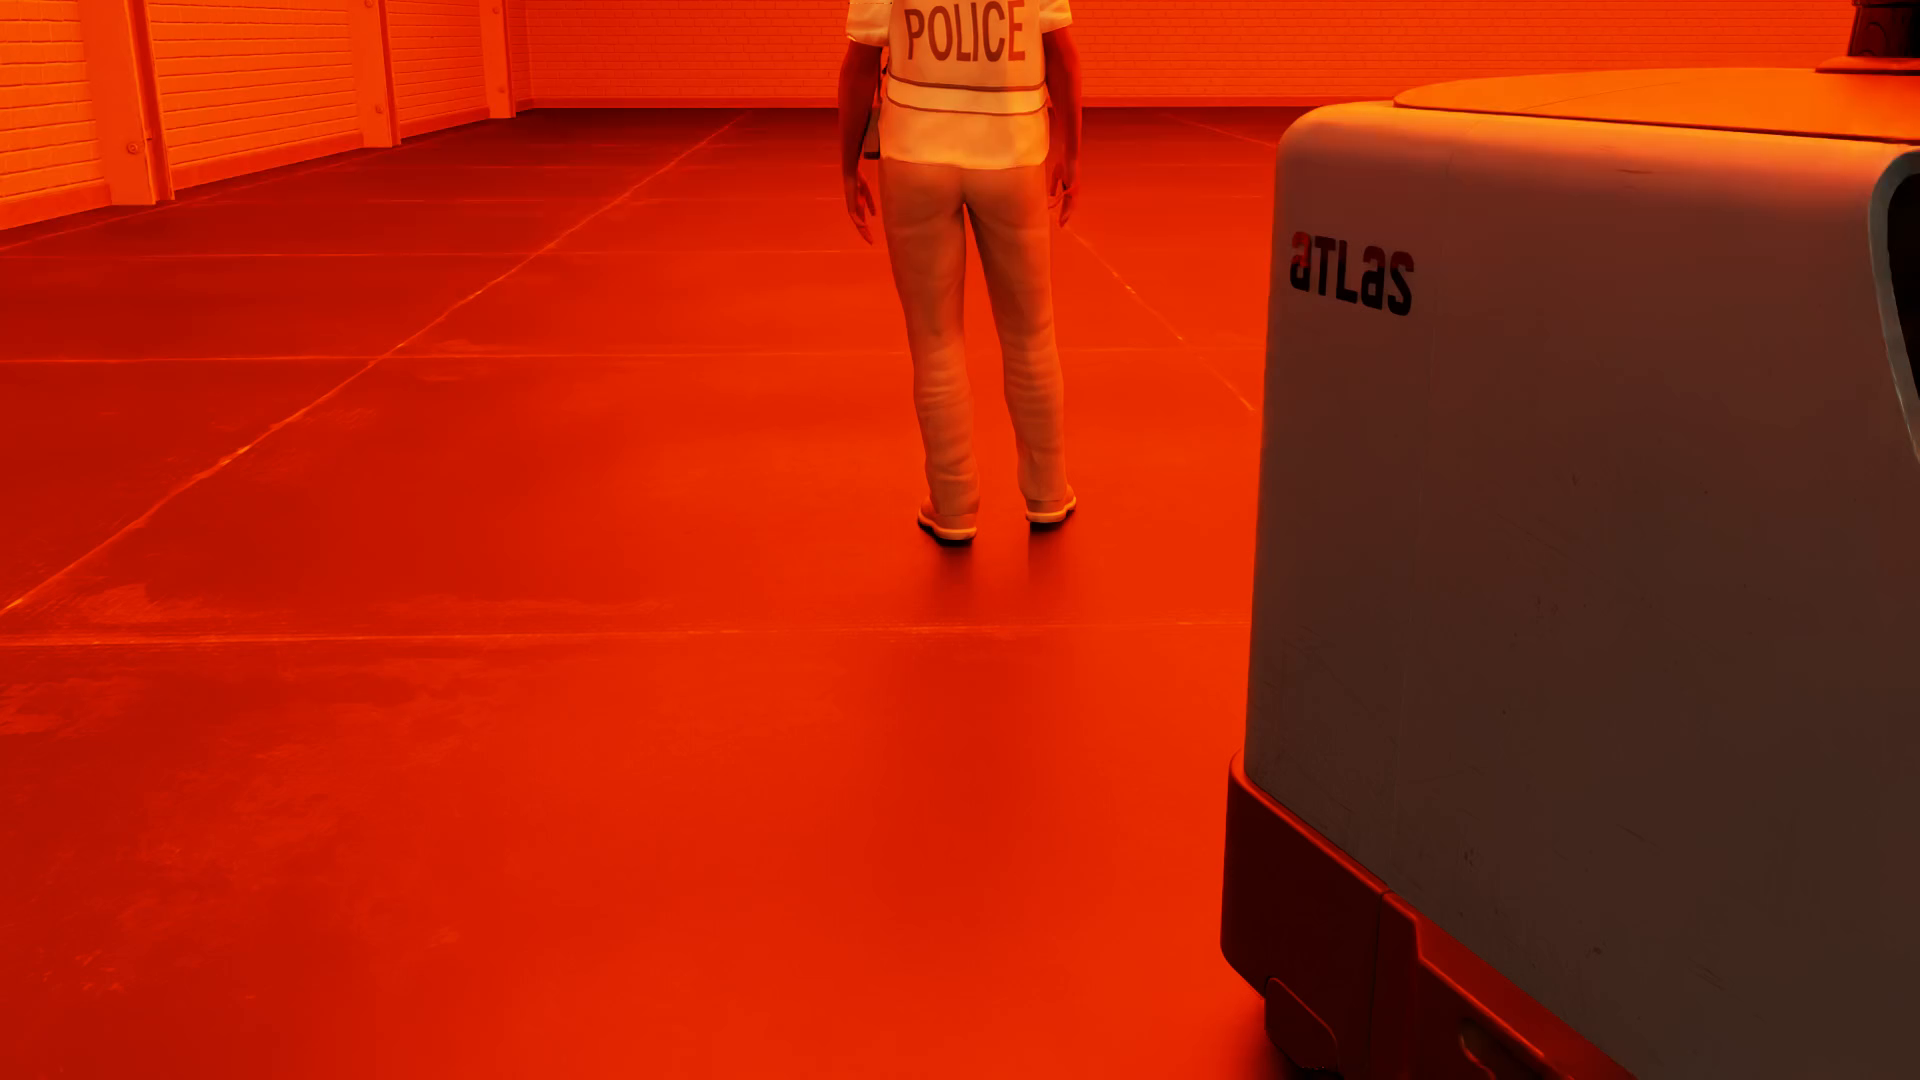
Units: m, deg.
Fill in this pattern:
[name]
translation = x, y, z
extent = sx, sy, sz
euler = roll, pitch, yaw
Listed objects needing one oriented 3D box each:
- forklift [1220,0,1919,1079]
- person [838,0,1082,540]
[forklift]
translation = 1.331, -0.493, 0.519
extent = 1.130, 2.935, 3.031
euler = -7, 18, -21
[person]
translation = 0.018, -0.840, 3.741
extent = 0.564, 1.697, 0.528
euler = -1, 17, -3
